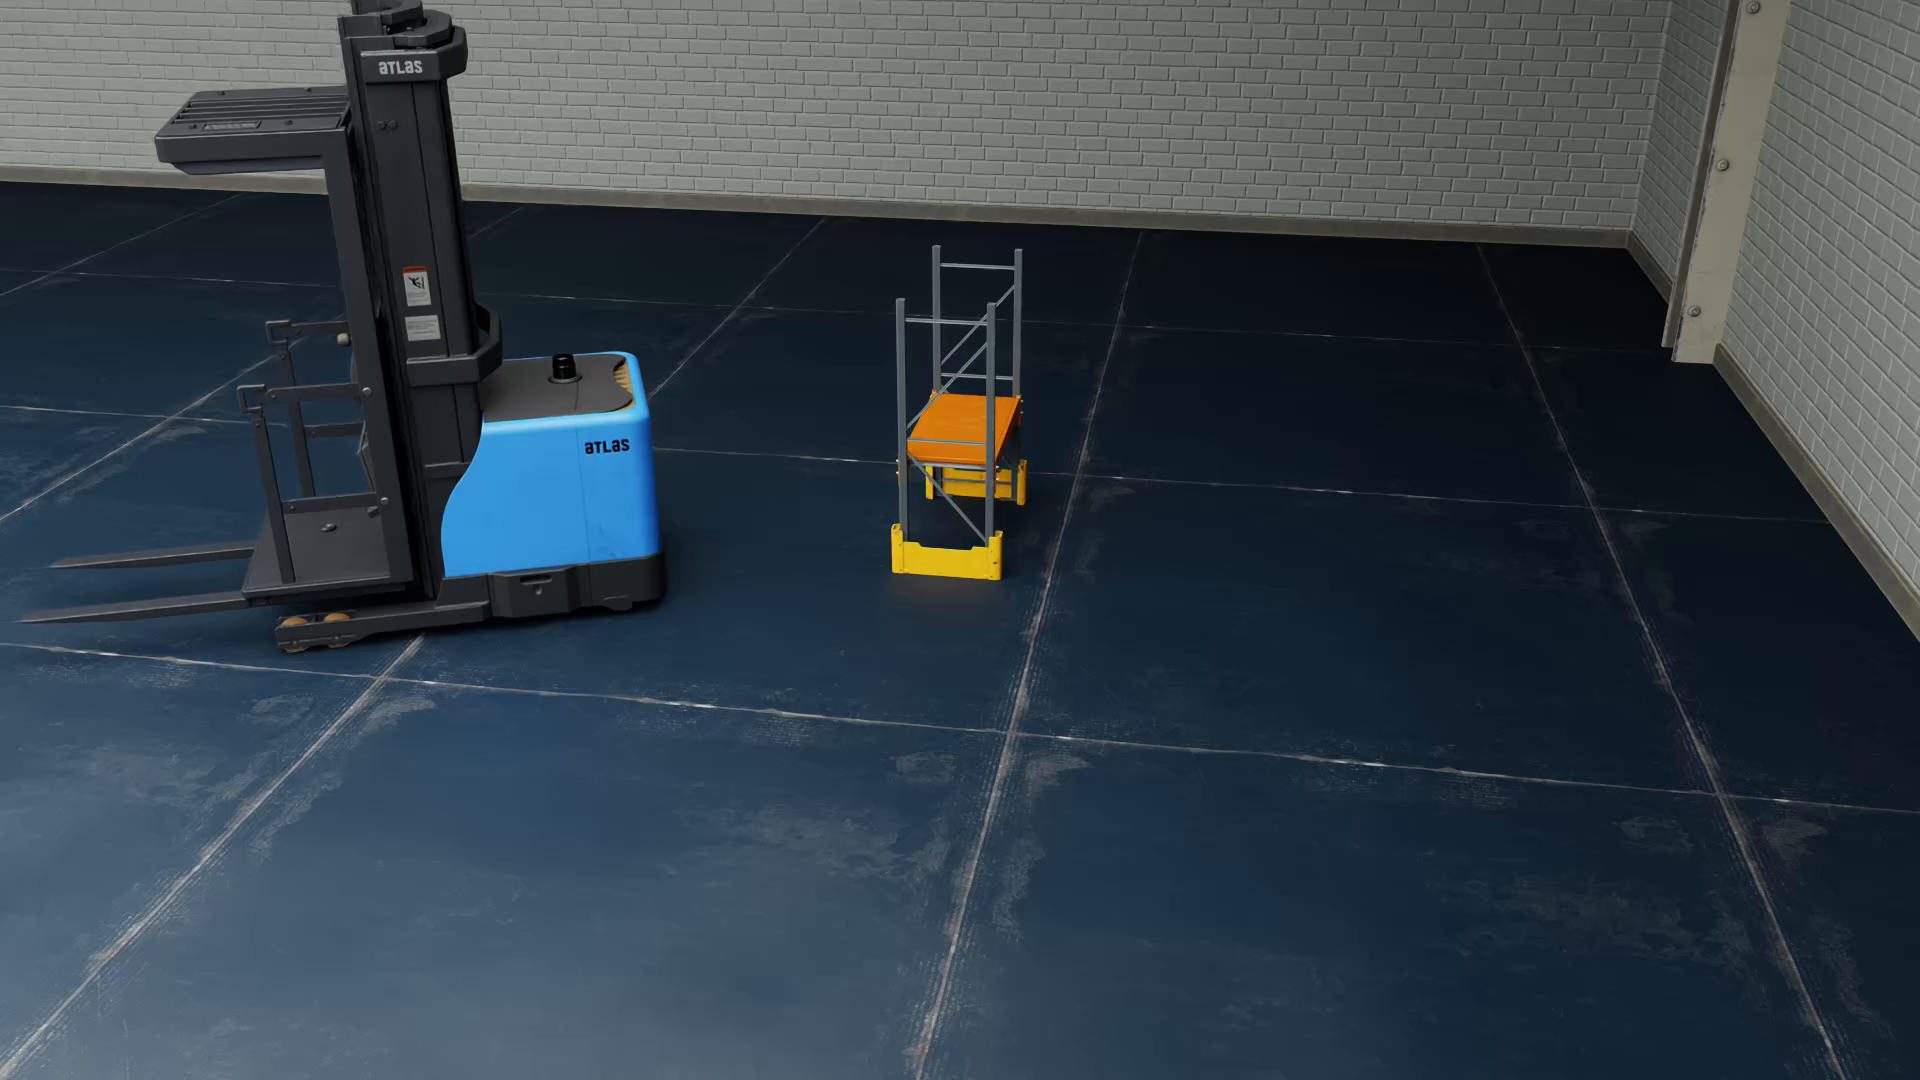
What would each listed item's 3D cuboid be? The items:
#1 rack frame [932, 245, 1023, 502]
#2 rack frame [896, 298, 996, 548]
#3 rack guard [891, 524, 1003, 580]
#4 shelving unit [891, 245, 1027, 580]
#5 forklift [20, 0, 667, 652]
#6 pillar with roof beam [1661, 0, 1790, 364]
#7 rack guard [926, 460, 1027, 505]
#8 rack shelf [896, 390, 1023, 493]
[{"bbox_3d":[0.097,-0.928,9.462,0.500,1.500,0.032,4,25,9],"label":"rack frame"},{"bbox_3d":[-0.069,-0.502,8.554,0.500,1.500,0.032,4,25,9],"label":"rack frame"},{"bbox_3d":[-0.069,0.063,8.820,0.587,0.250,0.087,4,25,9],"label":"rack guard"},{"bbox_3d":[0.012,-0.711,9.000,0.587,1.500,1.083,4,25,9],"label":"shelving unit"},{"bbox_3d":[-3.076,-1.029,7.991,3.031,2.935,1.130,-6,26,-12],"label":"forklift"},{"bbox_3d":[1.081,-5.733,10.883,9.100,9.000,0.400,4,25,9],"label":"pillar with roof beam"},{"bbox_3d":[0.094,-0.353,9.710,0.587,0.250,0.087,4,25,9],"label":"rack guard"},{"bbox_3d":[0.014,-0.552,9.085,0.538,0.185,1.000,4,25,9],"label":"rack shelf"}]
